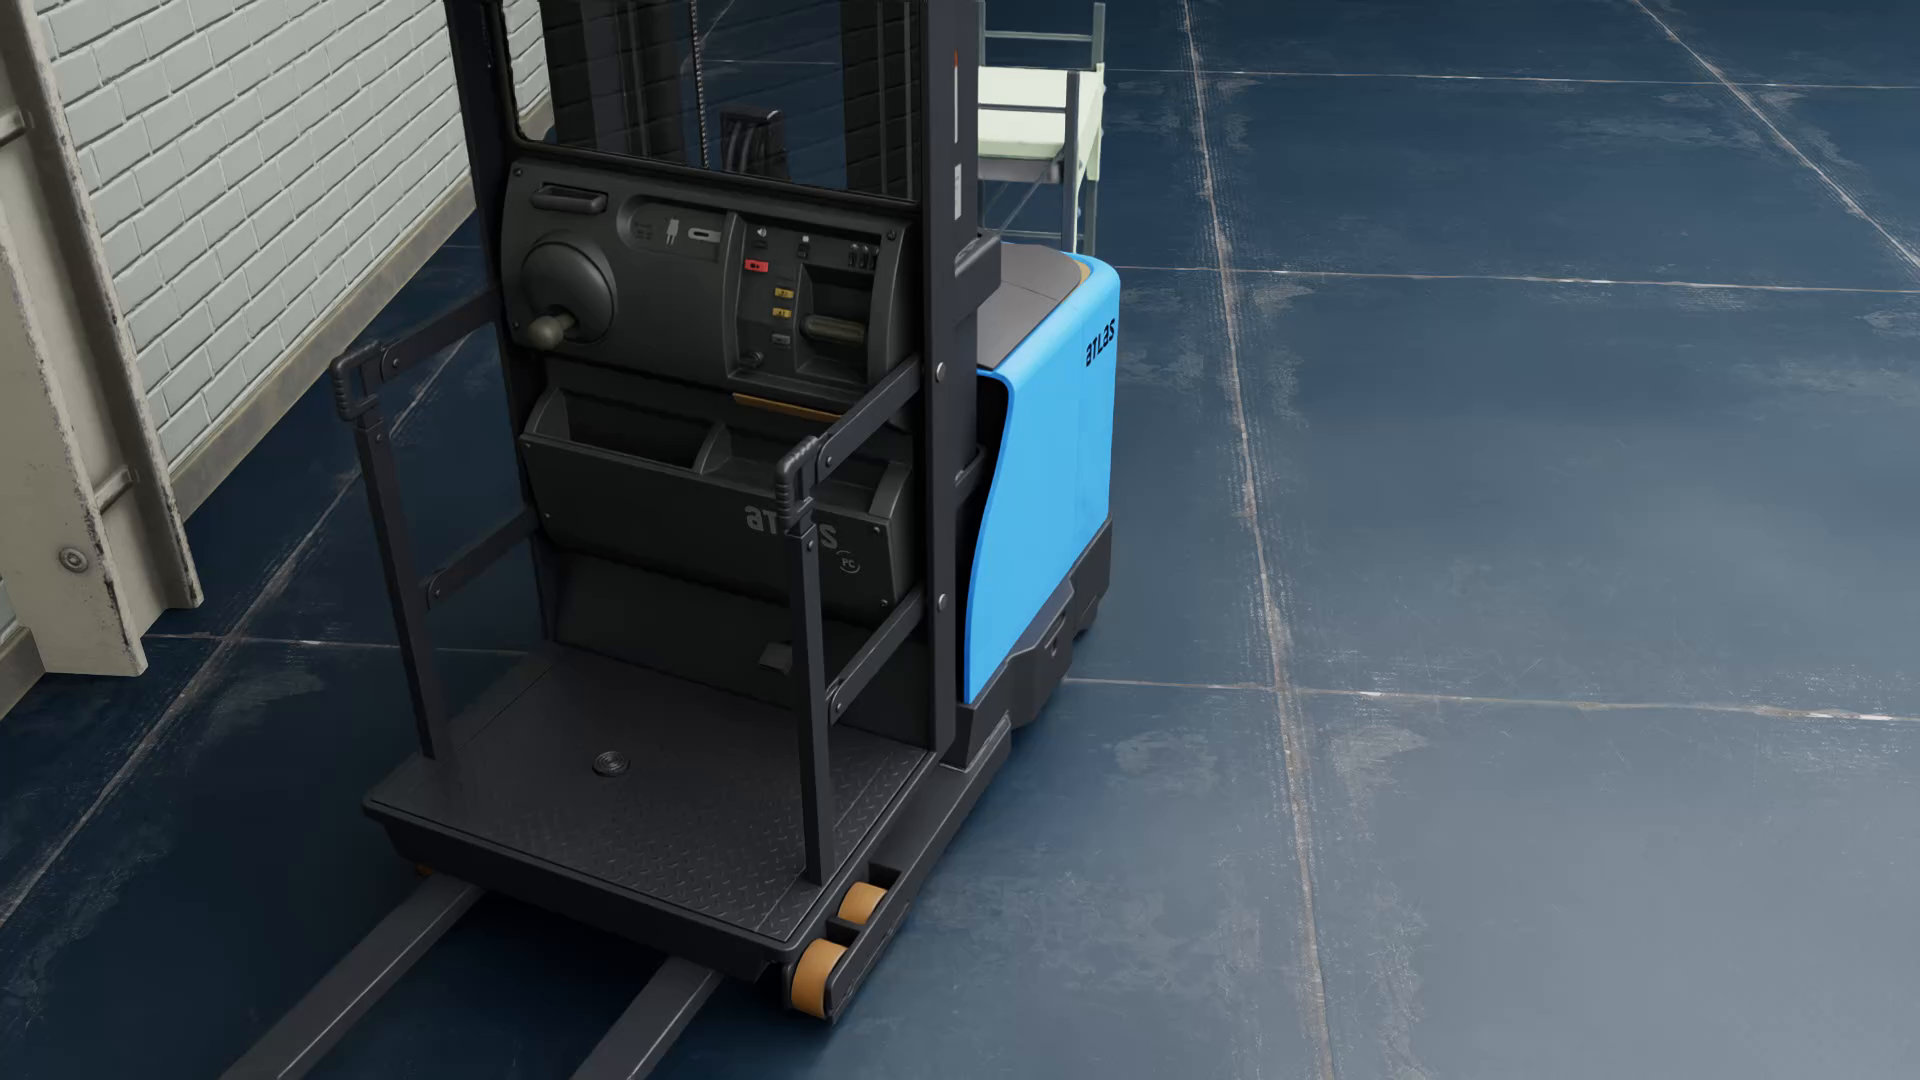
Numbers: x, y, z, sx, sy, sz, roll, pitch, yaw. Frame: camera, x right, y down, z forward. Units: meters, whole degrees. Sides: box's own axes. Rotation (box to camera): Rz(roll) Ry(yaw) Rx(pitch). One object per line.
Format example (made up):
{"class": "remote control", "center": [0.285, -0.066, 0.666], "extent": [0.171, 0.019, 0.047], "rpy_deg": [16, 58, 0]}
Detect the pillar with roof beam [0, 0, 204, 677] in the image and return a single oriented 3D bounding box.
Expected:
{"class": "pillar with roof beam", "center": [1.866, -3.377, 2.153], "extent": [9.100, 9.000, 0.400], "rpy_deg": [2, 32, 4]}

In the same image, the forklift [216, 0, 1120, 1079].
{"class": "forklift", "center": [-0.629, -0.479, 3.234], "extent": [1.130, 2.935, 3.031], "rpy_deg": [13, 34, 21]}

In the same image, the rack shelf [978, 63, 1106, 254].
{"class": "rack shelf", "center": [0.180, -1.137, 4.922], "extent": [0.431, 0.370, 0.720], "rpy_deg": [5, 32, 8]}

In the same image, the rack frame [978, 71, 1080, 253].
{"class": "rack frame", "center": [0.120, -0.616, 4.820], "extent": [0.400, 1.500, 0.023], "rpy_deg": [5, 32, 8]}

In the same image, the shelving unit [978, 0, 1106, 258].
{"class": "shelving unit", "center": [0.180, -0.805, 5.127], "extent": [0.431, 1.500, 0.755], "rpy_deg": [5, 32, 8]}

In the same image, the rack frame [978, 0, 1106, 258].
{"class": "rack frame", "center": [0.241, -0.995, 5.434], "extent": [0.400, 1.500, 0.023], "rpy_deg": [5, 32, 8]}
